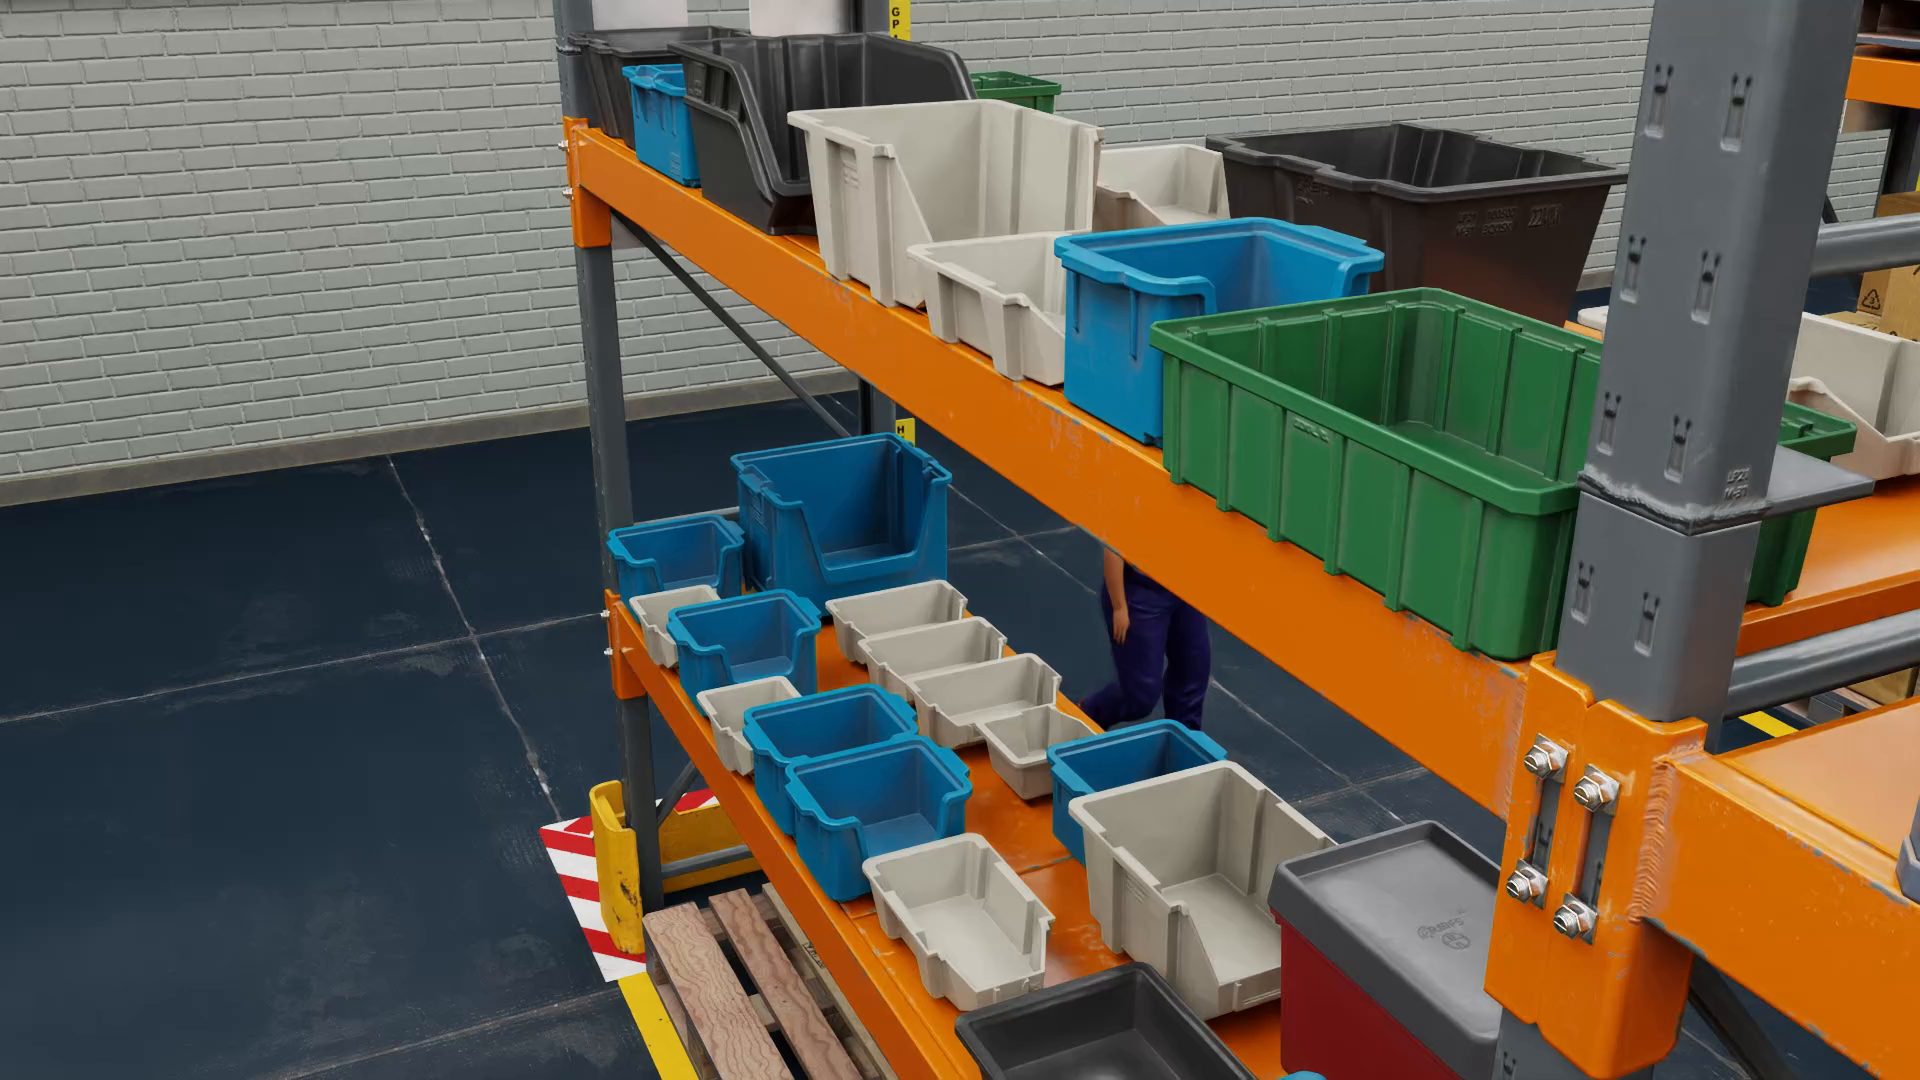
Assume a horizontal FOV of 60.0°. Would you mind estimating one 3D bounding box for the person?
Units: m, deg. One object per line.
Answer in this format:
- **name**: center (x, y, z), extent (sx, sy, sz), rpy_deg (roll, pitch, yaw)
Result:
- **person**: center (0.759, 0.205, 6.554), extent (0.605, 1.629, 0.527), rpy_deg (20, 29, 39)
